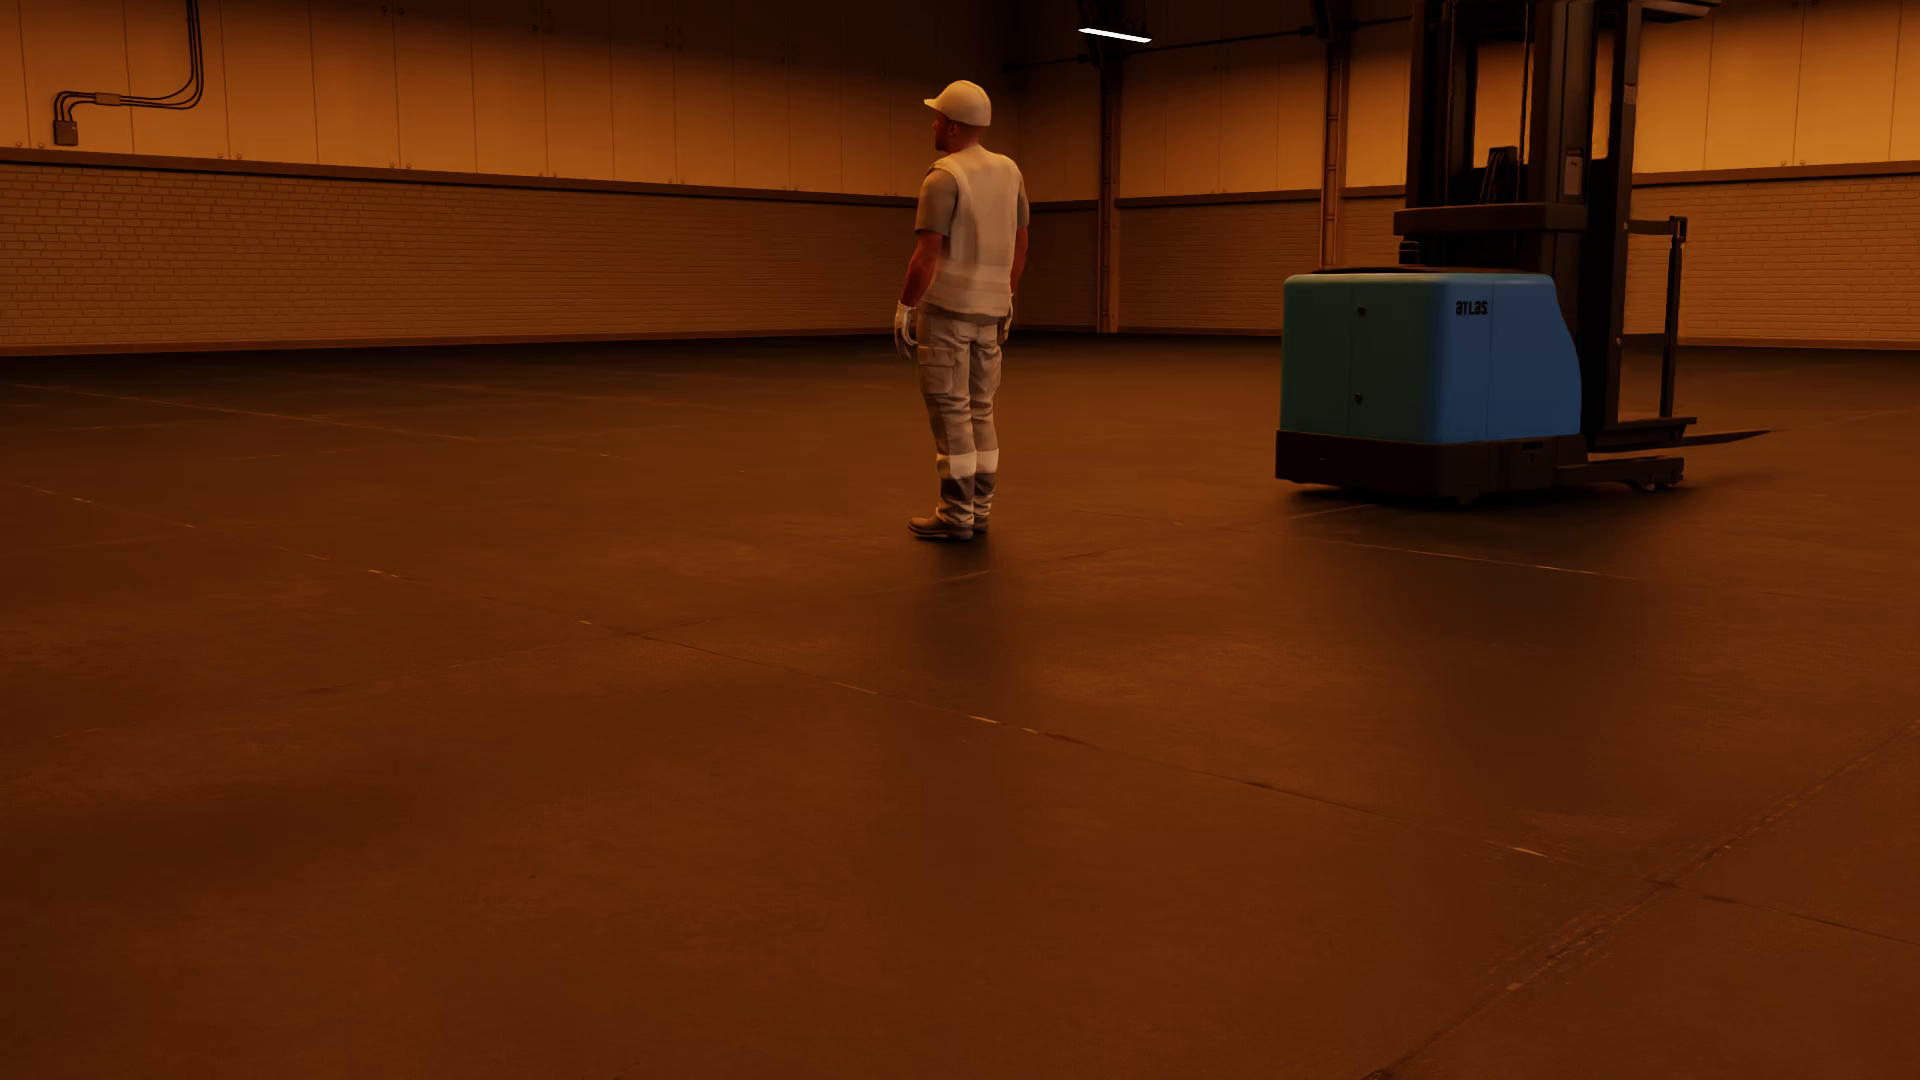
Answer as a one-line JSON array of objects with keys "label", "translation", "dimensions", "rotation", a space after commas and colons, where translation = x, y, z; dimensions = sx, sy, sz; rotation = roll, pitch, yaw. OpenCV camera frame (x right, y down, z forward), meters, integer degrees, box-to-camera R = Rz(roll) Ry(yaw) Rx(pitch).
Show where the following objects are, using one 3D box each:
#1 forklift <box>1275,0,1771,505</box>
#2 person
[{"label": "forklift", "translation": [3.082, -1.754, 8.522], "dimensions": [3.031, 2.935, 1.130], "rotation": [-6, 10, -34]}, {"label": "person", "translation": [-0.049, -0.902, 6.647], "dimensions": [0.564, 1.787, 0.637], "rotation": [8, 12, 43]}]
